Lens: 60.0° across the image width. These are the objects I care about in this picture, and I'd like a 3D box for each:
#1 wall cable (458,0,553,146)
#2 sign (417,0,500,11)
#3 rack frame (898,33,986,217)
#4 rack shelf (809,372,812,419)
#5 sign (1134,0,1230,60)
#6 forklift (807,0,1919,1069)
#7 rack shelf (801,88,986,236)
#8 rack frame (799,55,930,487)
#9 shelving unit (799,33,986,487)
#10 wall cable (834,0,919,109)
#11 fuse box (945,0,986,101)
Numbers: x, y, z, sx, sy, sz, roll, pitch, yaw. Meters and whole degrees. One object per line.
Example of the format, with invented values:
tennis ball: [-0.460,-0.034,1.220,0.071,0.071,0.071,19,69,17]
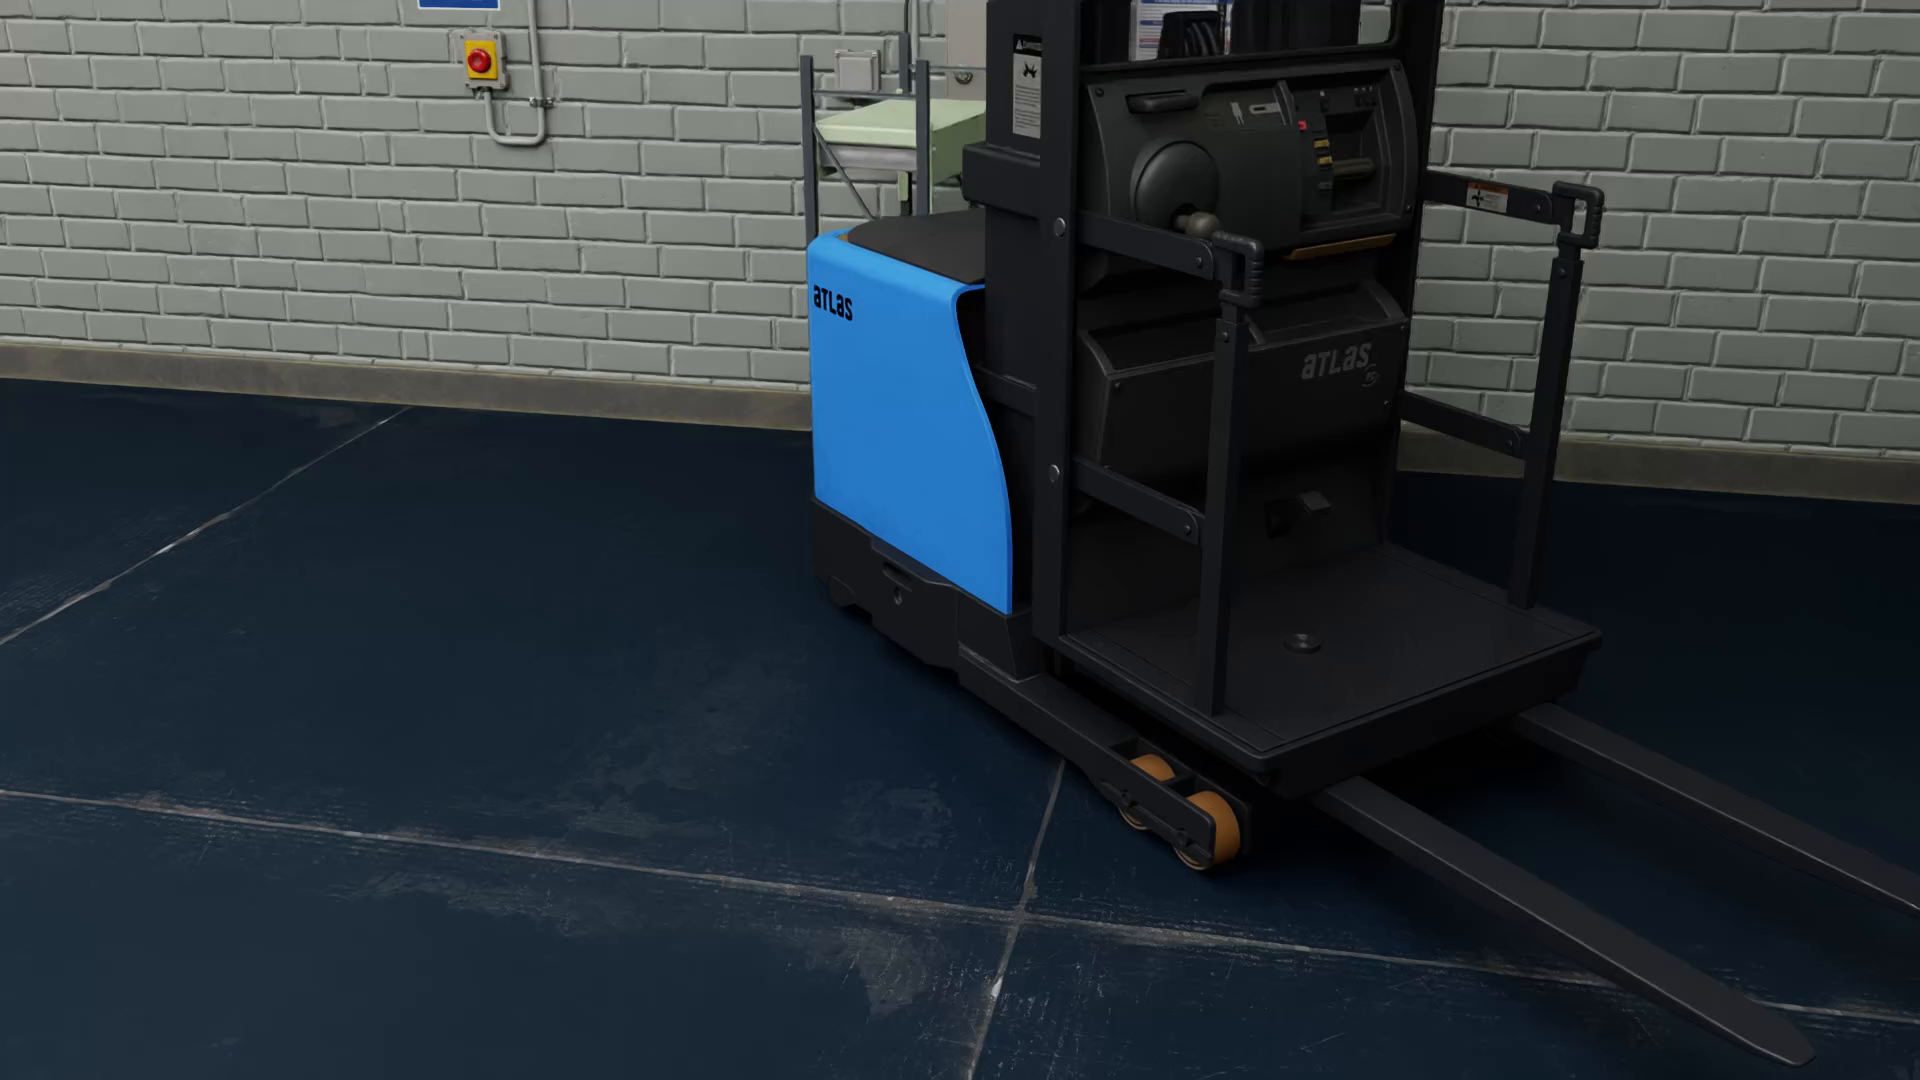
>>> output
wall cable: [-1.798,-2.375,5.835,0.585,1.953,0.123,4,22,11]
sign: [-1.833,-2.041,6.045,0.327,0.218,0.001,4,22,11]
rack frame: [-0.013,-0.947,5.698,0.400,1.500,0.023,8,23,20]
rack shelf: [-0.145,-0.517,5.503,0.431,0.370,0.720,8,23,20]
sign: [0.754,-1.670,5.613,0.329,0.494,0.001,4,22,11]
forklift: [0.790,-0.850,3.541,1.130,2.935,3.031,-14,26,-31]
rack shelf: [-0.145,-1.182,5.236,0.431,0.370,0.720,8,23,20]
rack frame: [-0.277,-0.692,5.065,0.400,1.500,0.023,8,23,20]
shelving unit: [-0.145,-0.820,5.382,0.431,1.500,0.755,8,23,20]
wall cable: [-0.407,-2.257,5.583,0.588,1.984,0.122,4,22,11]
fuse box: [0.228,-1.079,5.741,0.539,1.711,0.414,4,22,11]
